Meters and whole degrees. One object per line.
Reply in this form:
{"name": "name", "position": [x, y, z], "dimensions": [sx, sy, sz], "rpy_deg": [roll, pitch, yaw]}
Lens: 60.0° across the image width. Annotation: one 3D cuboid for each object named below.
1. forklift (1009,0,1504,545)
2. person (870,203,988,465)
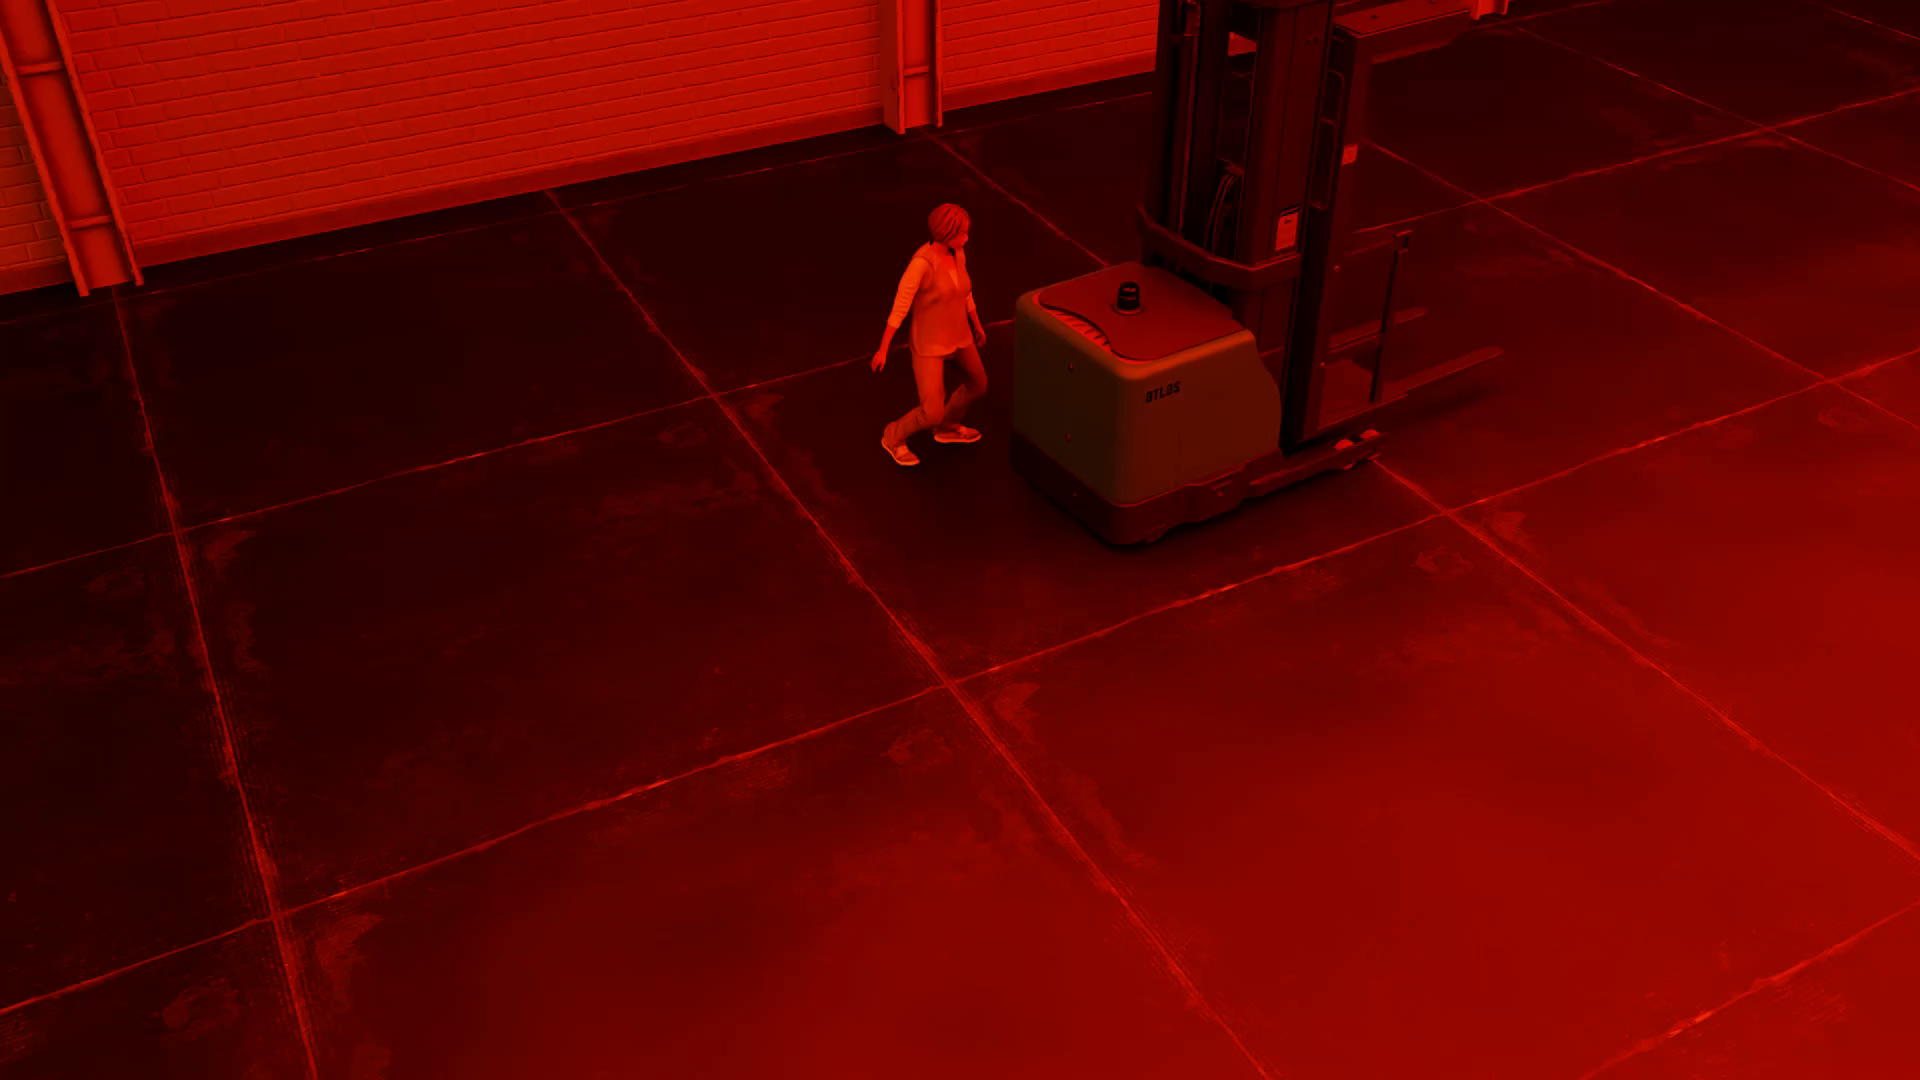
{"name": "forklift", "position": [1.782, -1.820, 8.698], "dimensions": [3.031, 2.935, 1.130], "rpy_deg": [-21, 40, -27]}
{"name": "person", "position": [-0.168, -1.056, 8.869], "dimensions": [0.446, 1.501, 0.744], "rpy_deg": [29, 44, 34]}
